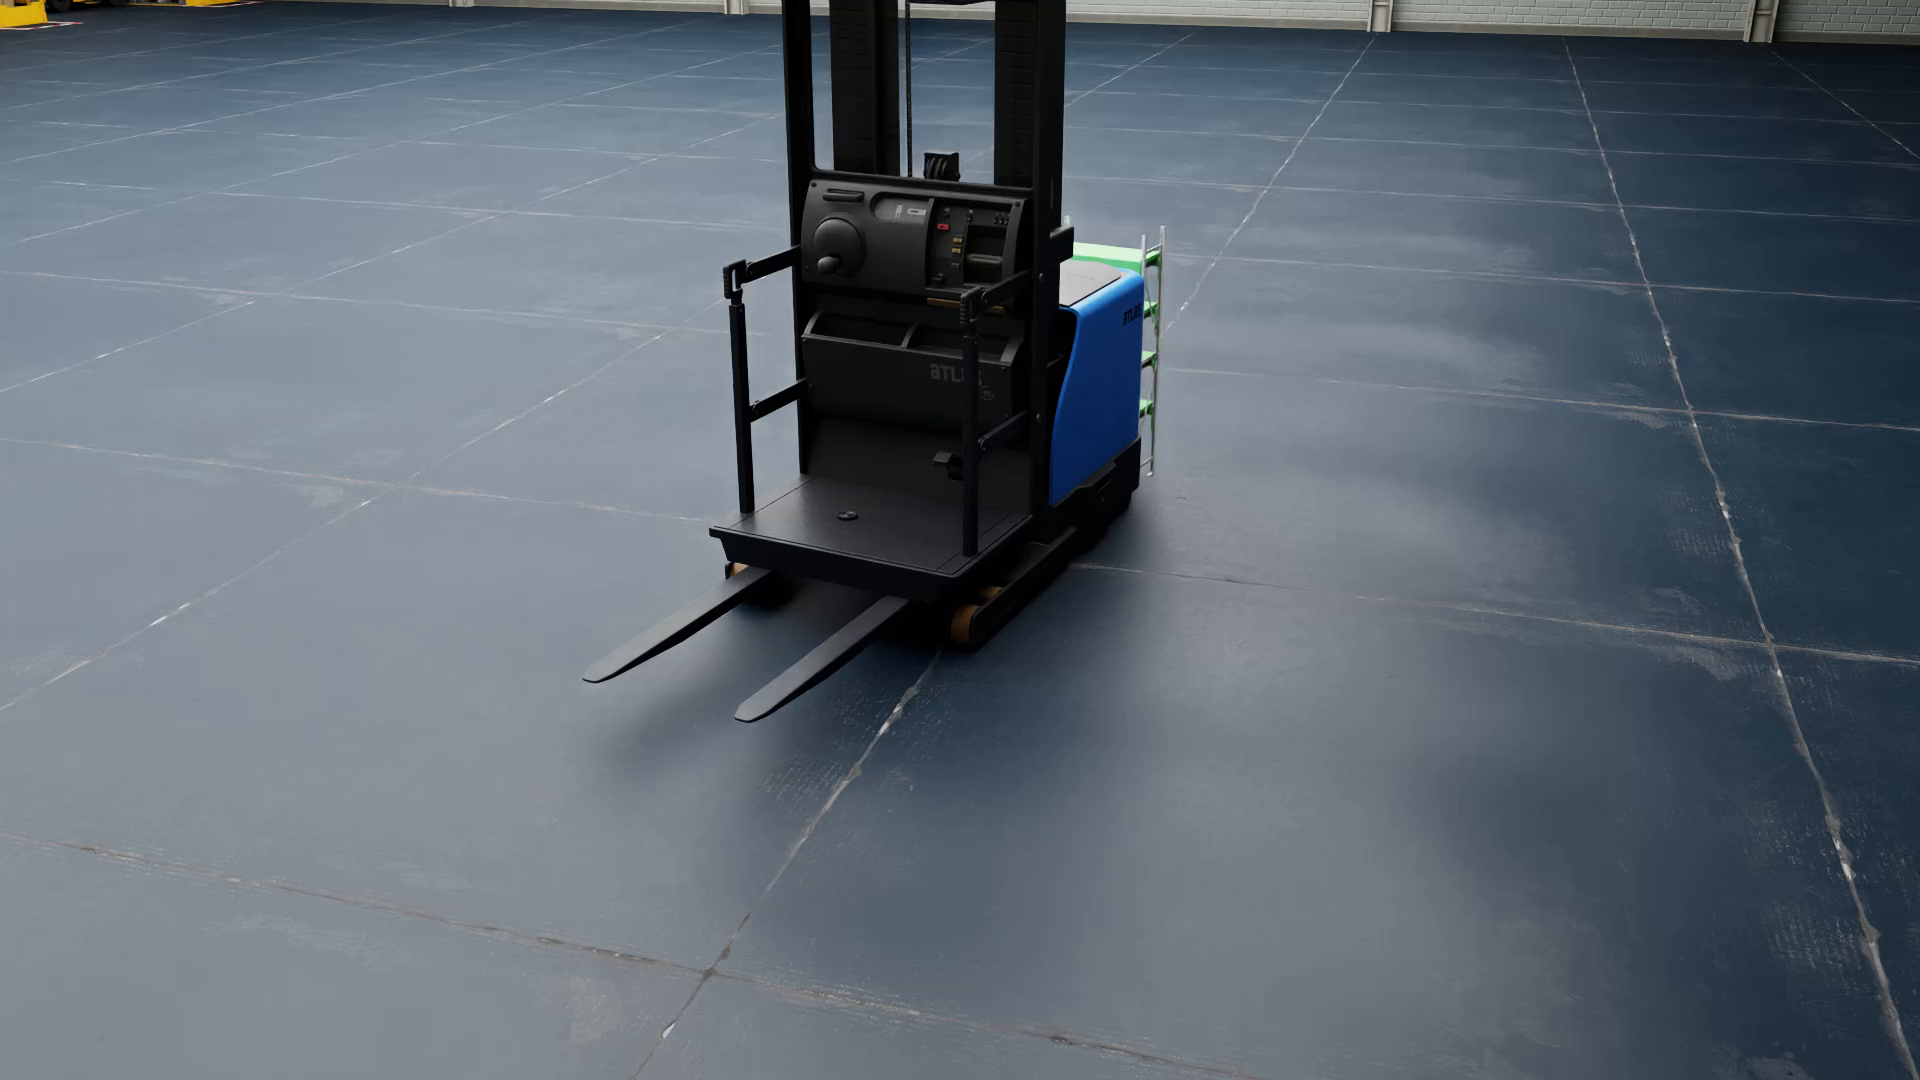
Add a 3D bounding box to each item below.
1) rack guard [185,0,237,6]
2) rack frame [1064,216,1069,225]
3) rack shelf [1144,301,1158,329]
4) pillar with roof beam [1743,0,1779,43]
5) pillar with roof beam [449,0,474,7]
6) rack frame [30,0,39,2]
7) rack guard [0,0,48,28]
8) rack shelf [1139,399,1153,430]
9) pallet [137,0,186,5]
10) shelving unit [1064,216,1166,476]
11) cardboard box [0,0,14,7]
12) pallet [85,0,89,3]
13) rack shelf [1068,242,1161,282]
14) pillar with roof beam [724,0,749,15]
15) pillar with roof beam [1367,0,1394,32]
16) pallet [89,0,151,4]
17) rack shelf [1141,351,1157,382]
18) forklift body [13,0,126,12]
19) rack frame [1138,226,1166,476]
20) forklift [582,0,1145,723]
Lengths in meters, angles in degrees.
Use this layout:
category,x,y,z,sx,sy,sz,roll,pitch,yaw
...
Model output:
category,x,y,z,sx,sy,sz,roll,pitch,yaw
rack guard,-15.328,-11.223,33.972,0.348,0.500,1.175,7,23,16
rack frame,0.449,-0.930,7.955,0.015,1.200,0.240,12,25,26
rack shelf,0.663,-1.048,7.779,0.480,0.148,0.258,12,25,26
pillar with roof beam,11.721,-10.709,21.519,0.400,9.000,9.100,7,23,16
pillar with roof beam,-11.256,-13.340,27.933,0.400,9.000,9.100,7,23,16
rack frame,-16.781,-10.578,29.106,0.127,3.000,1.000,7,23,16
rack guard,-16.854,-9.430,29.601,0.348,0.500,1.175,7,23,16
rack shelf,0.663,-0.604,7.962,0.480,0.148,0.258,12,25,26
pallet,-16.095,-11.161,34.200,1.213,0.211,1.003,7,23,16
shelving unit,0.663,-0.885,7.846,0.503,1.200,0.258,12,25,26
cardboard box,-17.473,-9.689,30.009,0.500,0.250,0.500,6,23,15
pallet,-18.431,-11.428,34.852,1.213,0.211,1.003,7,23,16
rack shelf,0.663,-1.270,7.688,0.480,0.148,0.258,12,25,26
pillar with roof beam,-5.512,-12.682,26.329,0.400,9.000,9.100,7,23,16
pillar with roof beam,5.976,-11.366,23.123,0.400,9.000,9.100,7,23,16
pallet,-17.259,-11.295,34.528,1.213,0.211,1.003,7,23,15
rack shelf,0.663,-0.826,7.871,0.480,0.148,0.258,12,25,26
forklift body,-17.693,-11.535,32.556,1.214,2.155,2.313,7,23,16
rack frame,0.877,-0.841,7.738,0.015,1.200,0.240,12,25,26
forklift,-0.284,-1.143,6.193,1.130,2.935,3.031,11,25,25
